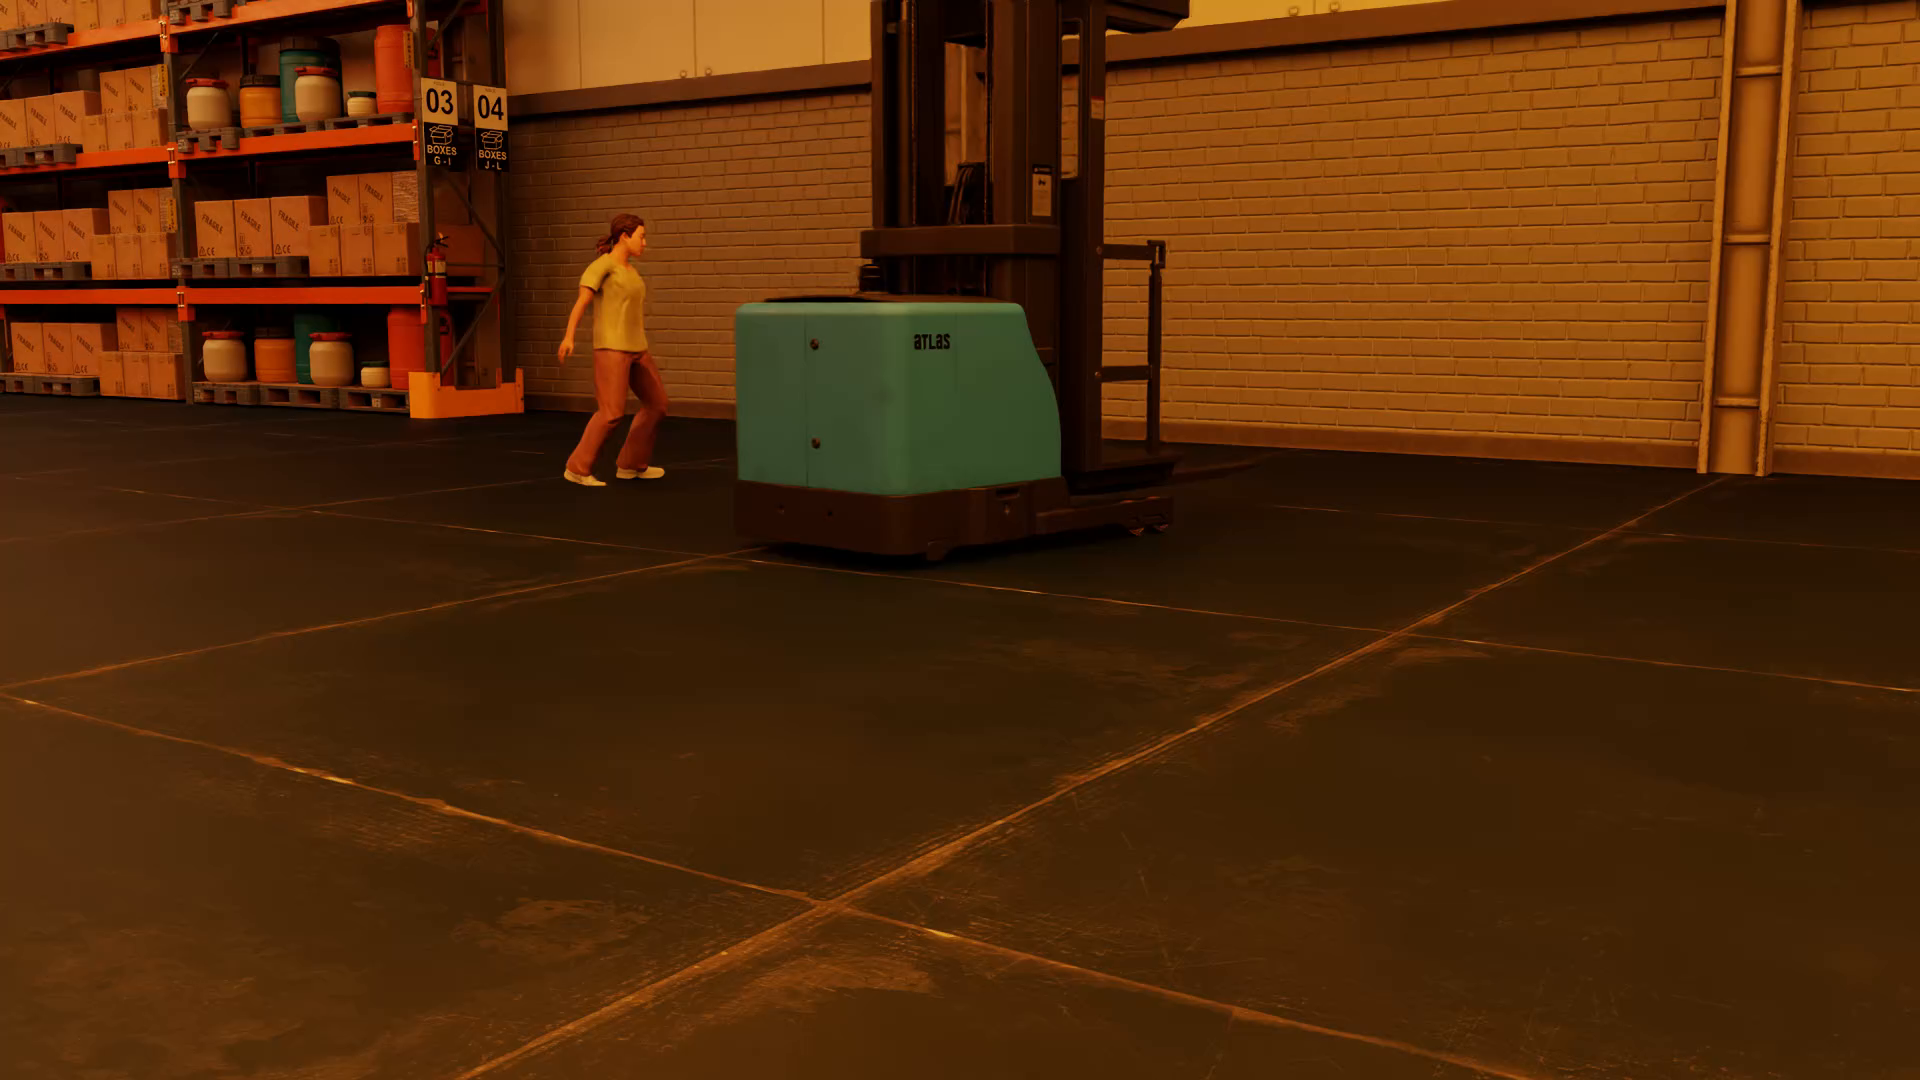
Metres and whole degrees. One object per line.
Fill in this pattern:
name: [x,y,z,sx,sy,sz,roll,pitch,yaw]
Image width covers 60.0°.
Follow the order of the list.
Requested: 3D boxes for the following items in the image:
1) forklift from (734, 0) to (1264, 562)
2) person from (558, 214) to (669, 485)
forklift: [0.371,-1.518,7.871,1.130,2.935,3.031,7,11,42]
person: [-2.106,-1.117,9.937,0.487,1.635,0.814,4,9,24]
